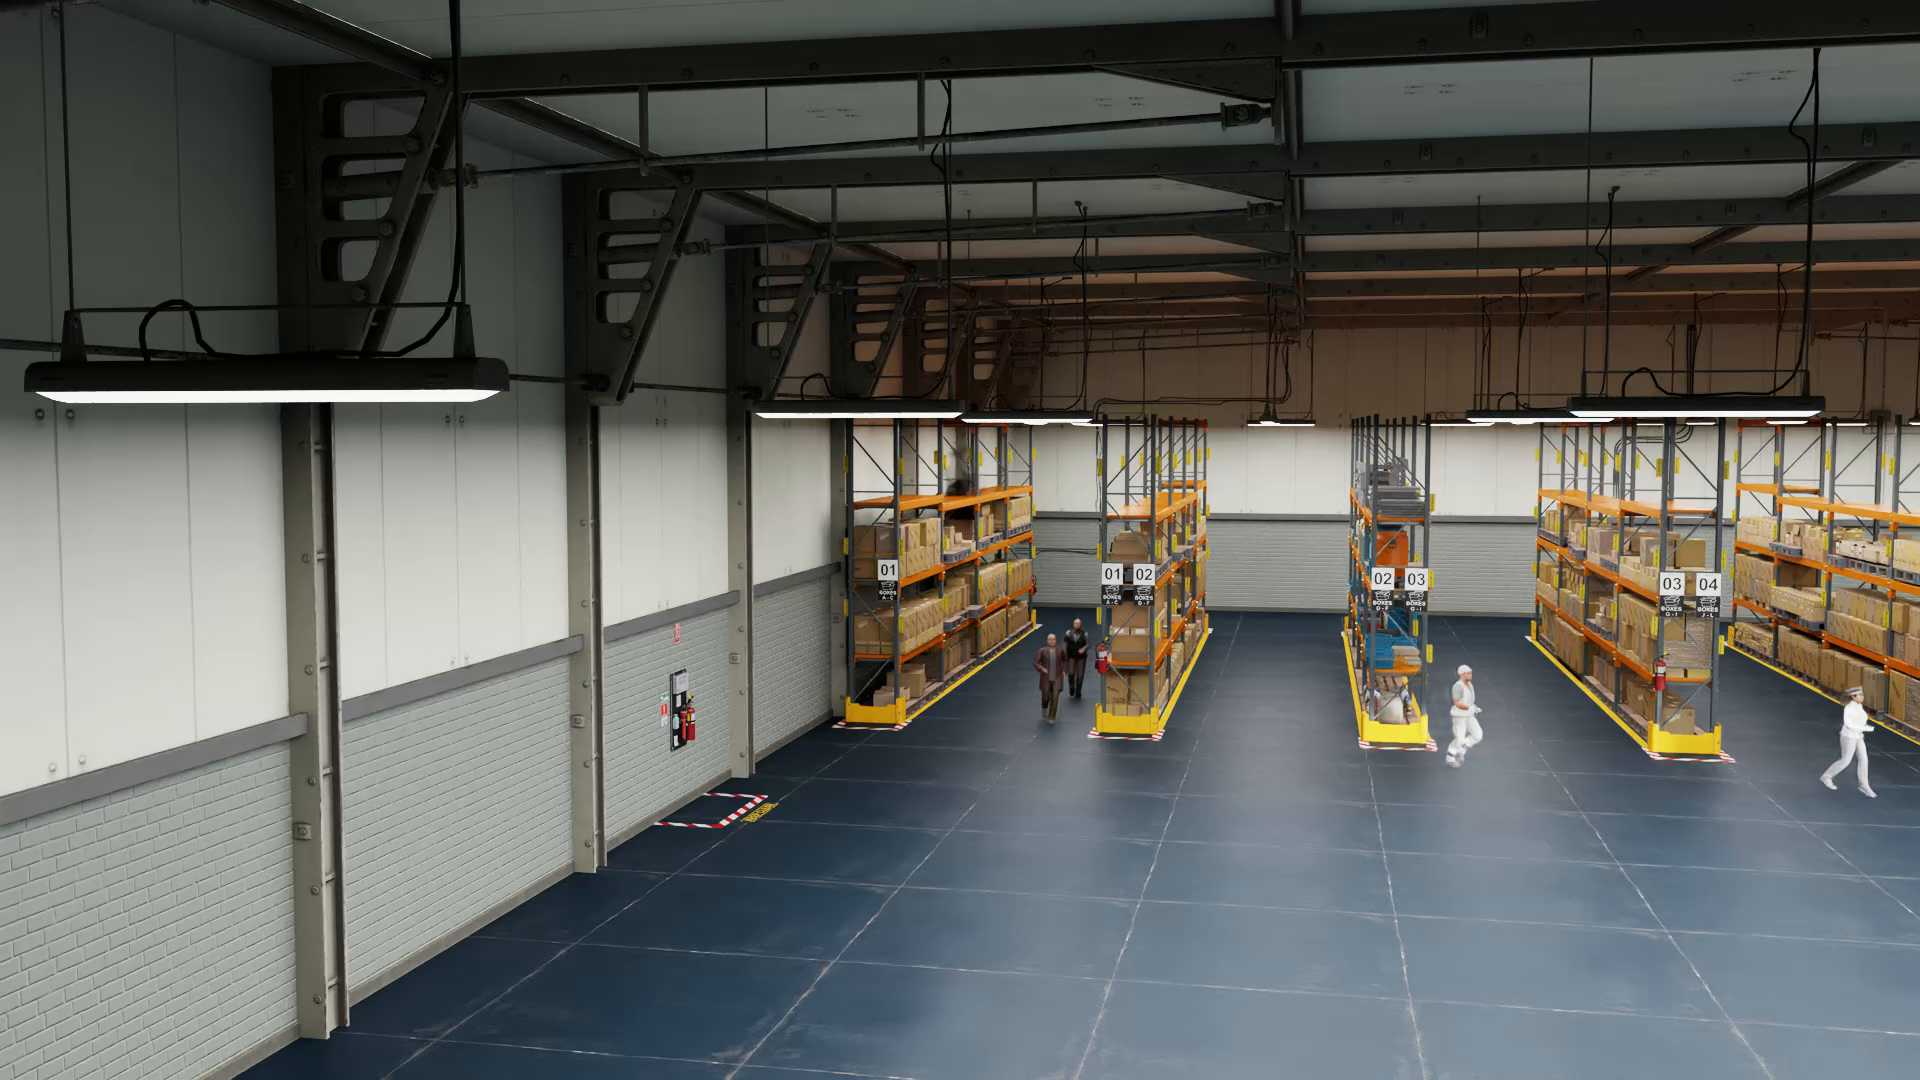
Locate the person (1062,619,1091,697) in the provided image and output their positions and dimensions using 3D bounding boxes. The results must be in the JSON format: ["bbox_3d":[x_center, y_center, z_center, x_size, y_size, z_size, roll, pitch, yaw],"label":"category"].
[{"bbox_3d":[2.469,2.515,35.309,0.630,1.675,0.733,0,4,5],"label":"person"}]

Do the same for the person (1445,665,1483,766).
[{"bbox_3d":[8.529,2.969,28.026,0.648,1.738,0.710,-3,5,-41],"label":"person"}]

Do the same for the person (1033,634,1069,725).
[{"bbox_3d":[1.768,2.695,32.356,0.699,1.737,0.757,0,4,-4],"label":"person"}]

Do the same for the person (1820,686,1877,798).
[{"bbox_3d":[13.981,3.139,26.105,0.629,1.737,0.806,-3,5,-42],"label":"person"}]
